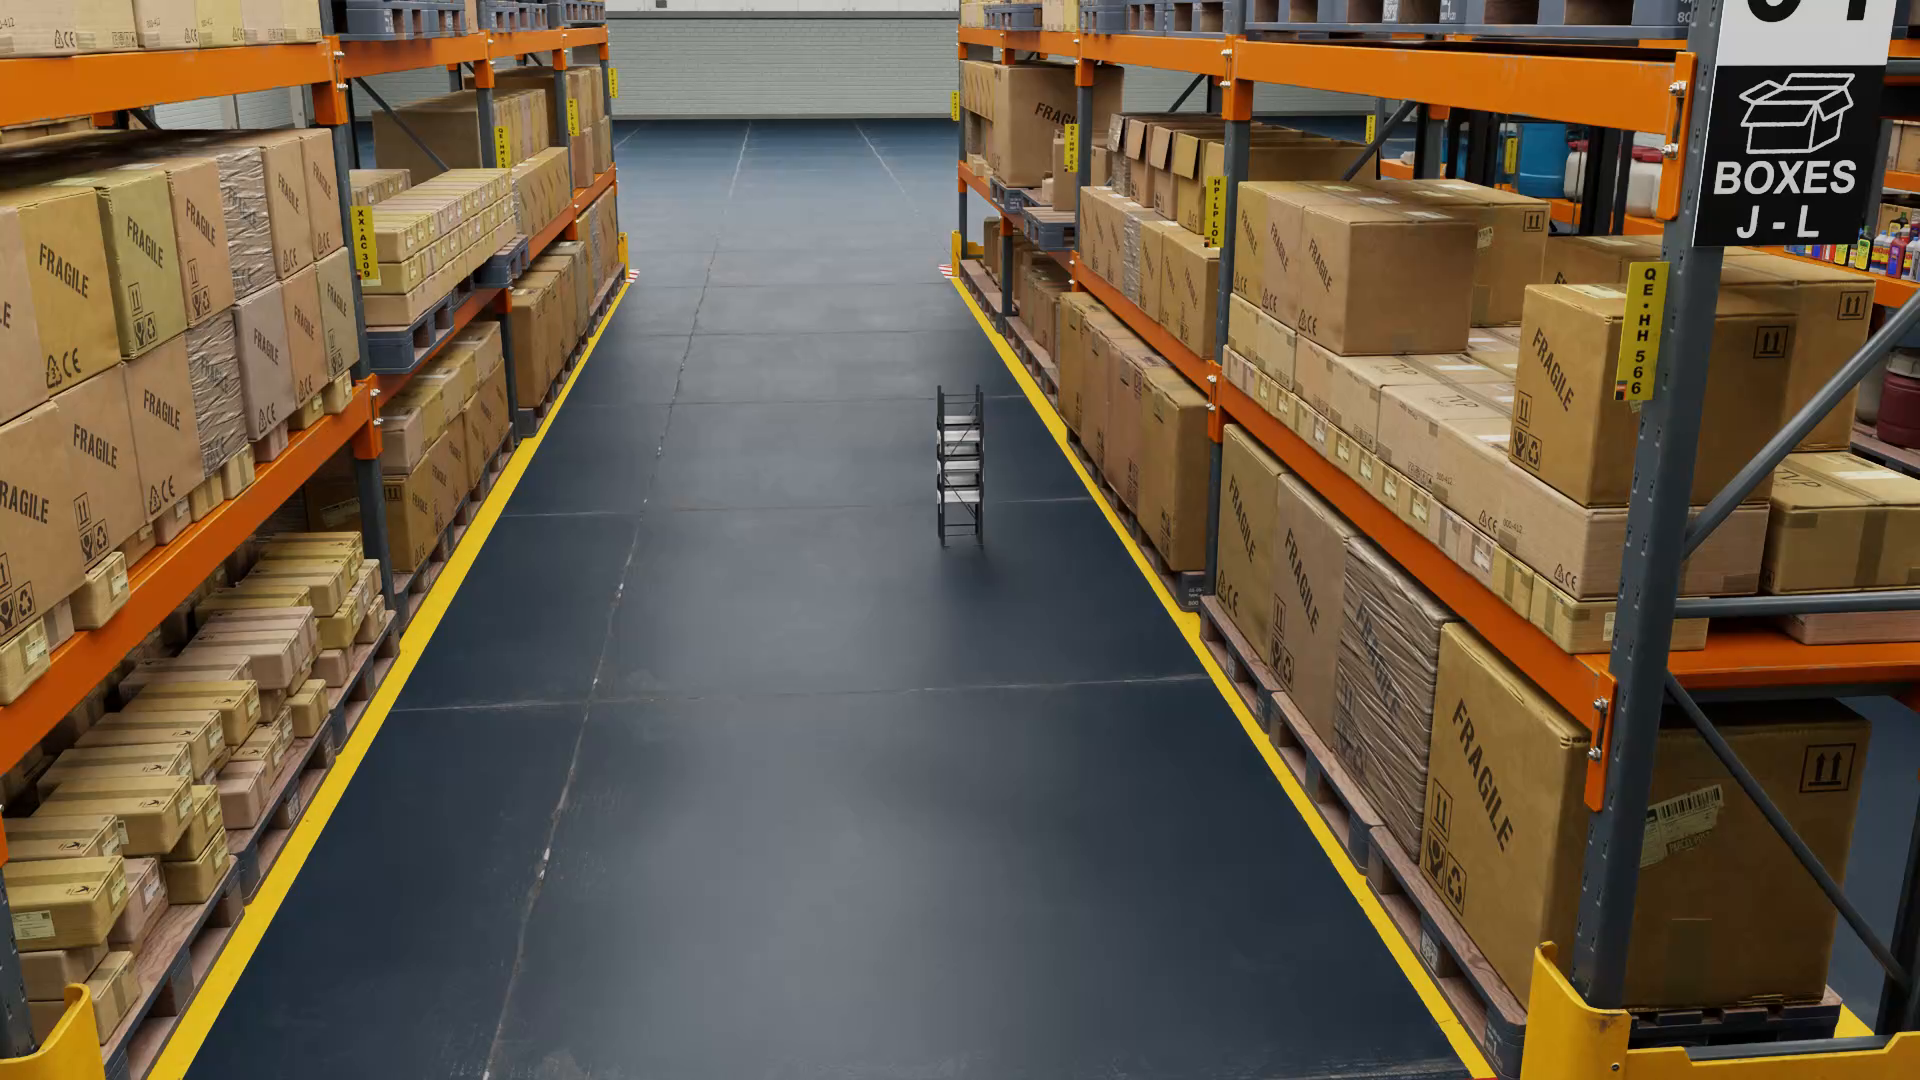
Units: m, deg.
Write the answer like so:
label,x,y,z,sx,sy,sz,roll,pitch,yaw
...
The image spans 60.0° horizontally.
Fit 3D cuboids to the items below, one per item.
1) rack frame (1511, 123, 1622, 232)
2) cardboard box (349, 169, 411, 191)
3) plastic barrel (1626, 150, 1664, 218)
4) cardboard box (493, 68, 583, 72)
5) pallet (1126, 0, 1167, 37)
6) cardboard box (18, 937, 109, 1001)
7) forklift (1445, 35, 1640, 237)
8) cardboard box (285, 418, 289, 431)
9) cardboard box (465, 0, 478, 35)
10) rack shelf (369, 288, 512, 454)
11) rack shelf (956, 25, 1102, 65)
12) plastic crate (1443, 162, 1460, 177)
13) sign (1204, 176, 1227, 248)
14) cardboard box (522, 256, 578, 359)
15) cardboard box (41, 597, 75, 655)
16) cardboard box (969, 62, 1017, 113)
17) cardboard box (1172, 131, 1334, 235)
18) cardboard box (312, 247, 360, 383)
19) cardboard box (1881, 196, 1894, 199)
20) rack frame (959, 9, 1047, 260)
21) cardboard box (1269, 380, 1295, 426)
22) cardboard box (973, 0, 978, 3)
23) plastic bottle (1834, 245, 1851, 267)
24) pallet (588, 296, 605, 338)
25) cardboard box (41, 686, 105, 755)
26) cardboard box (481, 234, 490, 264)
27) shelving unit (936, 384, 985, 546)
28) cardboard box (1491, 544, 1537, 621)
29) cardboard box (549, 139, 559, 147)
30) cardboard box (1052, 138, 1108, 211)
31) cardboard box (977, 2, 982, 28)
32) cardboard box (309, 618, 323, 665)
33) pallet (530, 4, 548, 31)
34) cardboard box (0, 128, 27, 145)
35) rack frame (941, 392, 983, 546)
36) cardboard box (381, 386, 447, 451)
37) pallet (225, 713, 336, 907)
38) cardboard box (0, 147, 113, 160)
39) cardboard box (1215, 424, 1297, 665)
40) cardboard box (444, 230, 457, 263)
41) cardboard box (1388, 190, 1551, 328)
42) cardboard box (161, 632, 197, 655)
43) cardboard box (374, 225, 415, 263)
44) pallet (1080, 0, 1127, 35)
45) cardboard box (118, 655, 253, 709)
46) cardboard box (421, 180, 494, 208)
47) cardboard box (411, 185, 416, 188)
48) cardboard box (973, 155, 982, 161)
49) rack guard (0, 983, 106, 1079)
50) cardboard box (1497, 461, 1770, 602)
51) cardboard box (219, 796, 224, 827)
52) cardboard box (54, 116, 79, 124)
label,x,y,z,sx,sy,sz,roll,pitch,yaw
rack frame,5.827,-3.562,16.014,1.000,3.000,0.127,-2,18,-6
cardboard box,-3.775,-2.313,10.762,0.380,0.149,0.250,-2,18,-6
plastic barrel,5.828,-2.987,13.957,0.433,0.535,0.433,0,17,0
cardboard box,-4.385,-4.620,17.332,0.875,0.550,0.550,-2,18,-6
pallet,1.551,-3.035,9.643,1.003,0.211,1.213,-1,17,-3
cardboard box,-2.604,1.144,4.588,0.380,0.149,0.250,-1,17,-3
forklift,3.652,-1.871,10.744,1.130,2.935,3.031,5,18,14
cardboard box,-2.894,-0.470,6.587,0.380,0.149,0.250,-2,18,-7
cardboard box,-3.319,-3.410,10.357,0.500,0.500,0.500,-2,18,-6
rack shelf,-3.424,-1.155,9.548,1.077,0.370,4.000,-2,18,-6
rack shelf,0.694,-5.092,17.083,1.077,0.370,4.000,-2,18,-6
plastic crate,5.408,-3.912,17.569,0.530,0.136,0.437,-2,18,-6
sign,1.187,-1.520,7.710,0.100,0.325,0.005,-2,18,-6
cardboard box,-3.794,-1.943,13.912,1.050,0.750,0.750,-2,18,-6
cardboard box,-2.580,0.228,4.361,0.380,0.149,0.250,-1,17,-4
cardboard box,0.371,-4.797,17.615,0.500,0.500,0.500,-2,18,-6
cardboard box,1.592,-1.946,9.027,0.797,0.503,0.637,-2,17,-5
cardboard box,-2.887,-0.956,7.051,0.500,0.500,0.500,-2,18,-6
cardboard box,10.294,-3.687,19.052,0.500,0.500,0.500,-2,18,-6
rack frame,0.488,-4.600,19.322,1.000,3.000,0.127,-2,18,-6
cardboard box,1.509,-0.572,6.910,0.380,0.149,0.250,-2,18,-7
cardboard box,0.344,-5.753,17.572,0.380,0.149,0.250,-2,18,-6
plastic bottle,5.979,-1.996,11.222,0.061,0.283,0.133,-2,18,-6
pallet,-4.044,-2.184,16.281,1.003,0.211,1.213,-2,18,-6
cardboard box,-3.198,0.627,5.739,0.380,0.149,0.250,-2,18,-7
cardboard box,-3.020,-1.736,9.918,0.380,0.149,0.250,-3,18,-8
shelving unit,0.001,-0.427,9.535,0.258,0.900,0.210,-2,18,-6
cardboard box,1.746,0.113,4.728,0.380,0.149,0.250,-2,18,-5
cardboard box,-4.093,-3.467,15.461,0.875,0.550,0.550,-2,18,-6
cardboard box,1.061,-2.788,12.681,0.700,0.500,0.500,1,17,3
cardboard box,0.446,-5.352,16.960,0.500,0.250,0.500,-1,17,-4
cardboard box,-2.856,0.437,6.838,0.380,0.149,0.250,-2,18,-5
pallet,-3.900,-4.354,13.848,0.805,0.209,1.217,-2,18,-8
cardboard box,-8.725,-3.432,14.937,0.500,0.500,0.500,-2,18,-6
rack frame,0.011,-0.397,9.438,0.240,0.900,0.006,-2,18,-6
cardboard box,-3.089,-0.654,8.974,0.500,0.250,0.500,-1,17,-4
pallet,-2.985,0.992,6.166,1.003,0.211,1.213,-2,18,-6
cardboard box,-3.324,-1.122,5.909,0.500,0.500,0.500,-1,17,-5
cardboard box,1.714,-0.013,7.556,0.875,0.875,0.875,-2,18,-6
cardboard box,-2.914,-1.568,8.885,0.380,0.149,0.250,-1,17,-3
cardboard box,2.087,-1.175,6.914,0.500,0.500,0.500,-2,18,-5
cardboard box,-3.298,0.458,6.771,0.380,0.149,0.250,-3,18,-8
cardboard box,-2.801,-1.398,7.847,0.380,0.149,0.250,-1,17,-3
pallet,1.432,-3.368,10.704,1.213,0.211,1.003,-1,17,-3
cardboard box,-2.798,0.536,6.028,0.380,0.149,0.250,-2,18,-6
cardboard box,-3.042,-2.094,10.064,0.380,0.149,0.250,-1,17,-4
cardboard box,-3.944,-2.267,11.724,0.500,0.500,0.500,-2,18,-6
cardboard box,0.344,-4.164,18.353,0.380,0.149,0.250,-2,18,-6
rack guard,-2.813,1.460,4.193,1.175,0.500,0.348,-2,18,-6
cardboard box,1.824,-0.040,4.550,0.500,0.250,0.500,-2,18,-7
cardboard box,-2.721,0.982,5.600,0.380,0.149,0.250,-2,18,-5
cardboard box,-8.842,-4.210,15.747,0.700,0.500,0.500,-2,18,-7
